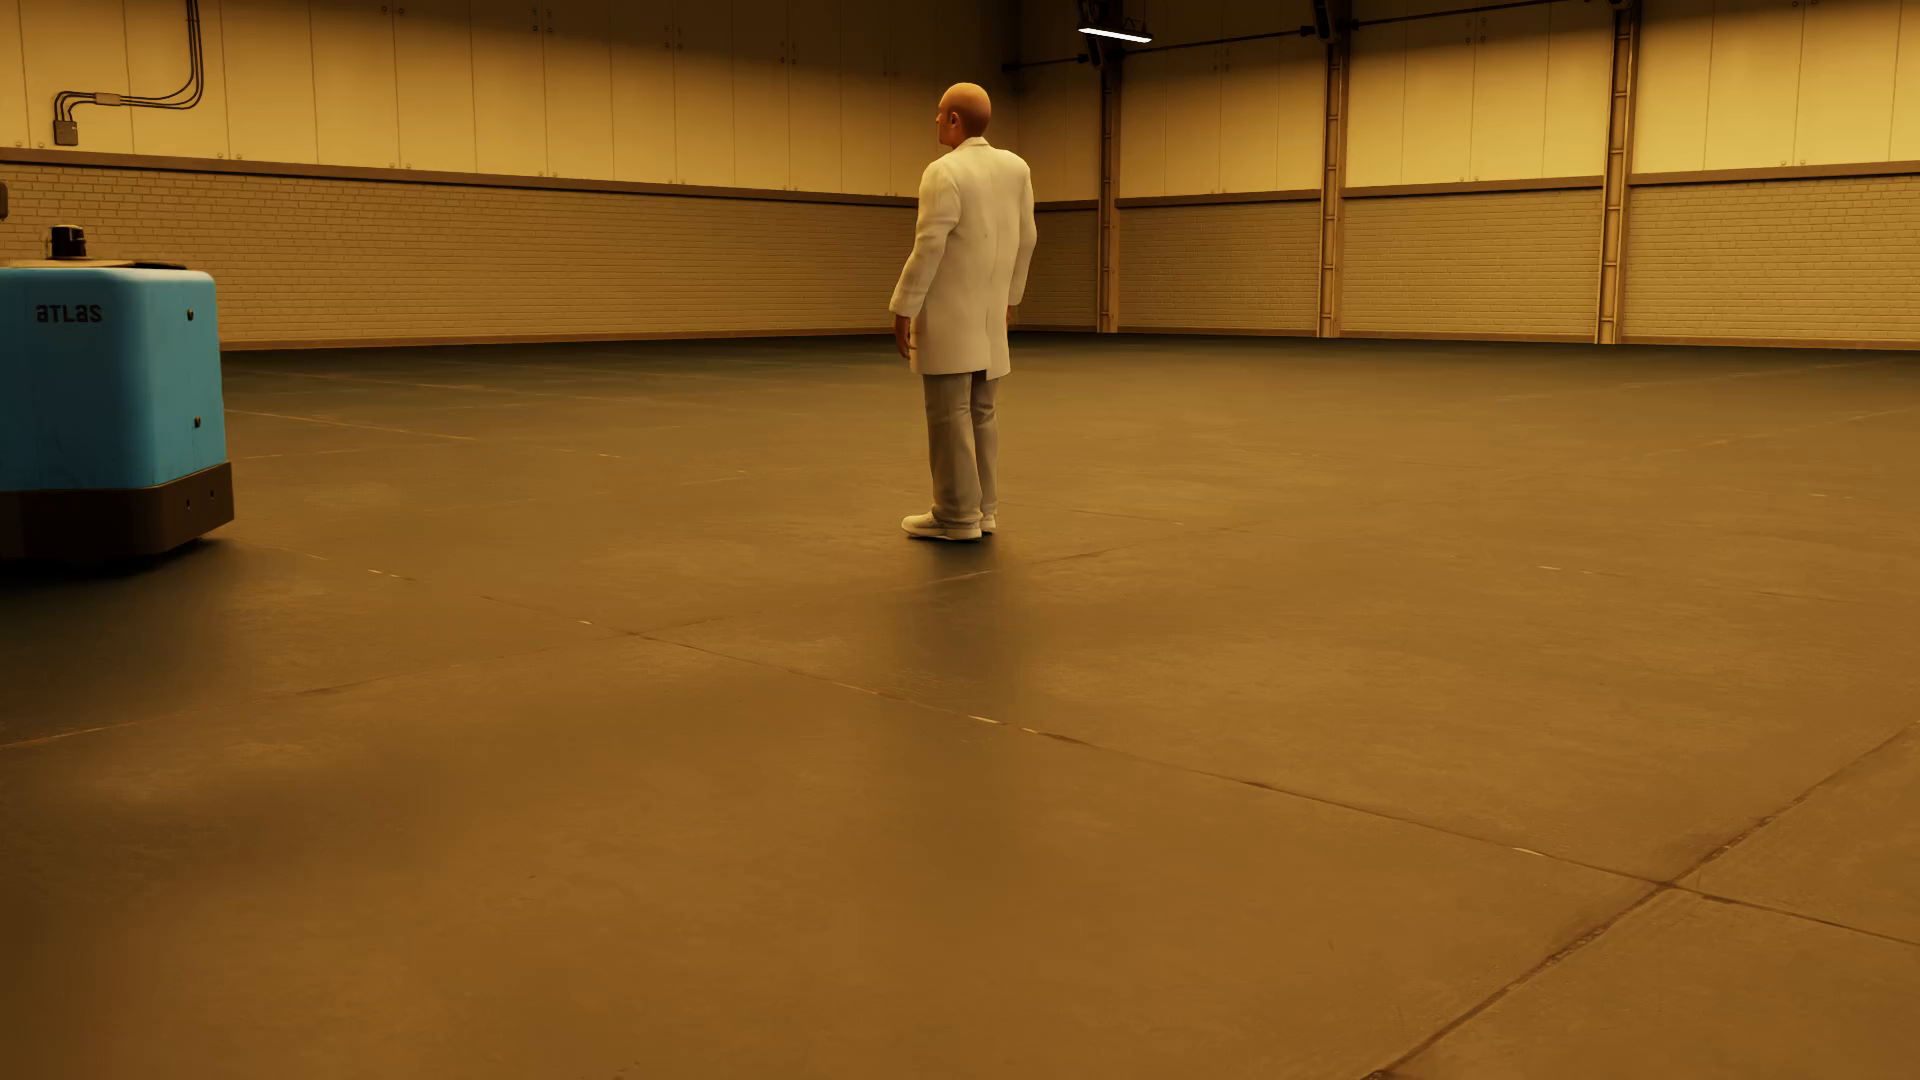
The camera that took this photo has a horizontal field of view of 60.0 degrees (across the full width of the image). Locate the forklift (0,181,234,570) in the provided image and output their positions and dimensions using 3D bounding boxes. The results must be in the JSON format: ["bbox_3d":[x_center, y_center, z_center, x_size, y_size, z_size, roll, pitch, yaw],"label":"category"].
[{"bbox_3d":[-4.399,-1.366,5.943,3.031,2.935,1.130,-1,9,-8],"label":"forklift"}]

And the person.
[{"bbox_3d":[-0.062,-0.896,6.649,0.581,1.775,0.696,8,12,43],"label":"person"}]
